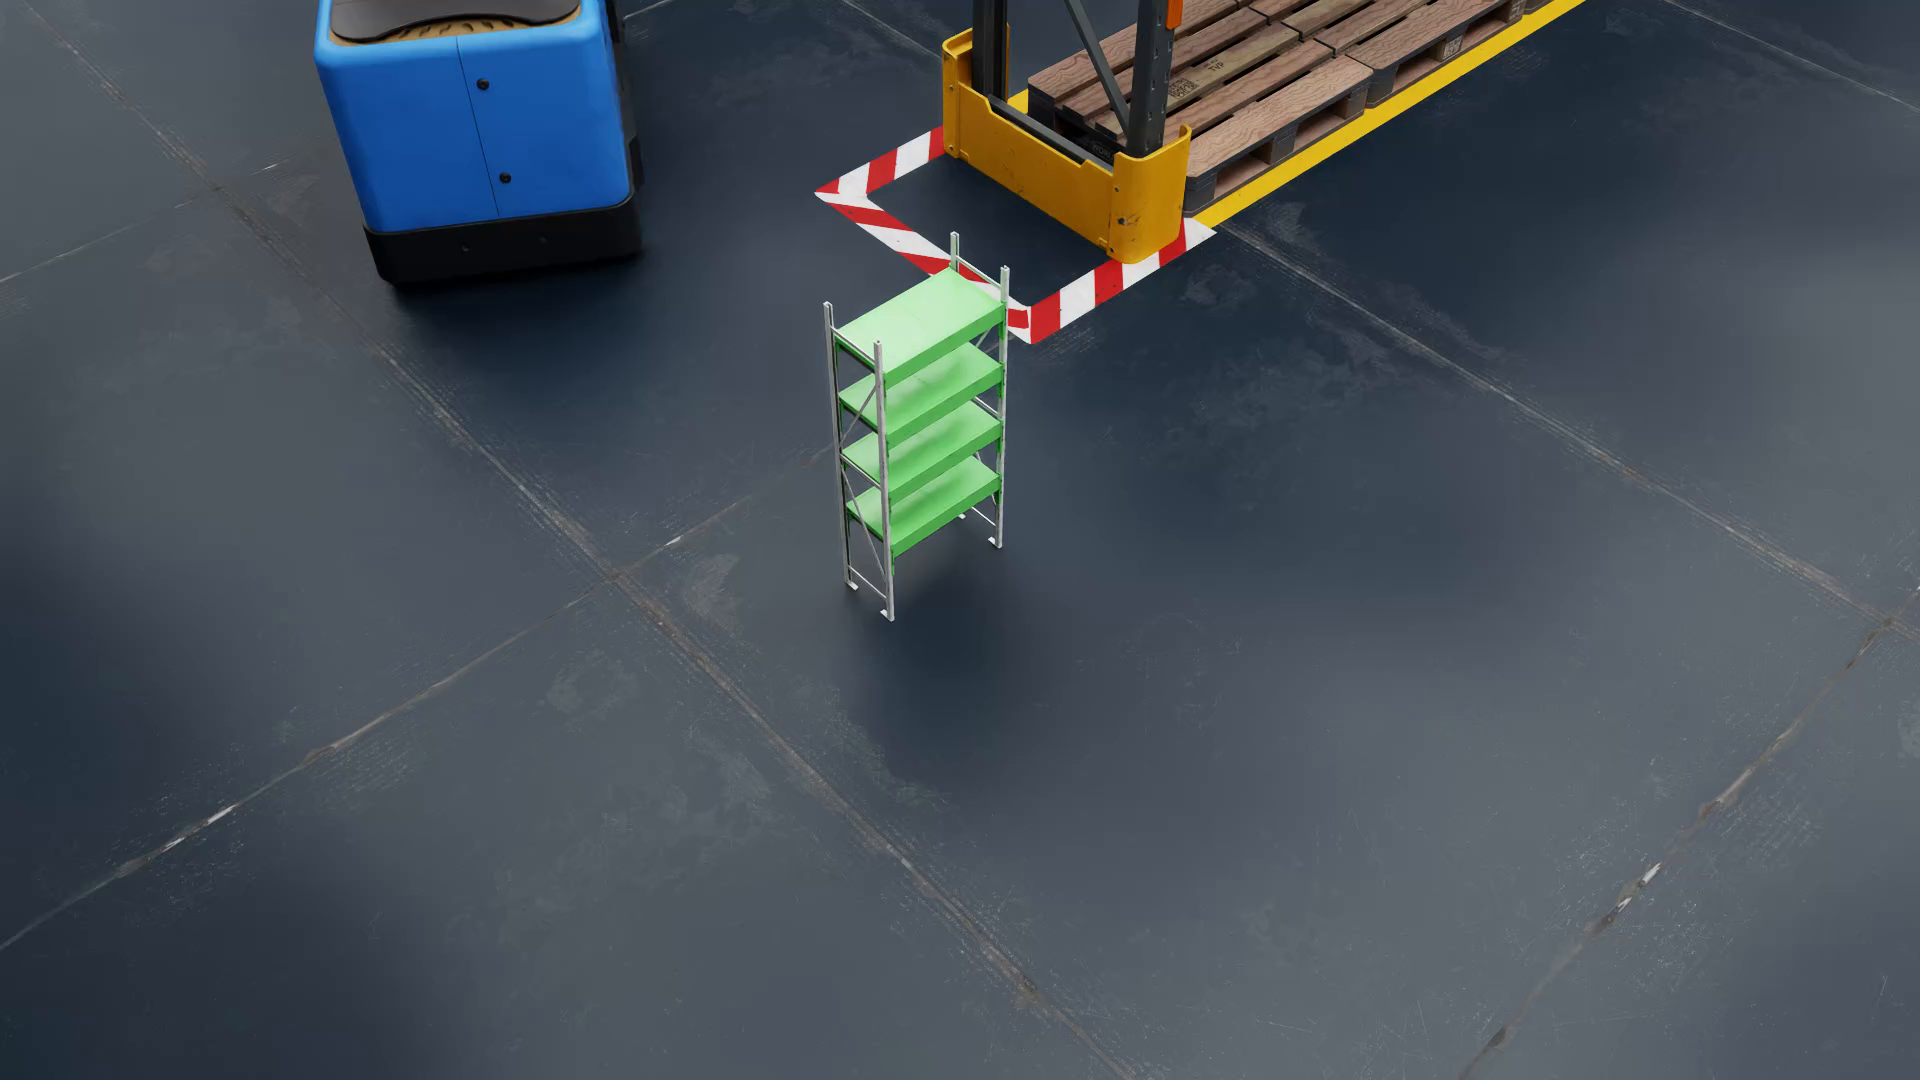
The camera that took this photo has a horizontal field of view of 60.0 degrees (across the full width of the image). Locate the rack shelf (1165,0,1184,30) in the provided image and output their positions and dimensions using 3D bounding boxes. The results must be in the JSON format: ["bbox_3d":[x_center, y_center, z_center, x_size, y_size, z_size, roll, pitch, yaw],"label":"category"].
[{"bbox_3d":[1.909,-3.289,7.233,4.000,0.370,1.077,-34,56,-27],"label":"rack shelf"}]

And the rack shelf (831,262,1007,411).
[{"bbox_3d":[-0.122,-0.607,4.928,0.480,0.148,0.258,-34,56,-27],"label":"rack shelf"}]

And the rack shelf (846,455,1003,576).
[{"bbox_3d":[-0.122,-0.119,5.457,0.480,0.148,0.258,-34,56,-27],"label":"rack shelf"}]

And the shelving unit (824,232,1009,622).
[{"bbox_3d":[-0.122,-0.325,5.234,0.503,1.200,0.258,-34,56,-27],"label":"shelving unit"}]

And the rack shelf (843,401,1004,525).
[{"bbox_3d":[-0.122,-0.282,5.280,0.480,0.148,0.258,-34,56,-27],"label":"rack shelf"}]

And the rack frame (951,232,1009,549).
[{"bbox_3d":[0.058,-0.446,5.345,0.015,1.200,0.240,-34,56,-27],"label":"rack frame"}]

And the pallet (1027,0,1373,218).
[{"bbox_3d":[1.065,-1.985,7.438,1.213,0.211,1.003,-34,56,-27],"label":"pallet"}]

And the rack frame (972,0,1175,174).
[{"bbox_3d":[0.429,-2.544,6.056,0.127,3.000,1.000,-34,56,-27],"label":"rack frame"}]

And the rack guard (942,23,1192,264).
[{"bbox_3d":[0.420,-1.677,6.958,0.348,0.500,1.175,-34,56,-27],"label":"rack guard"}]

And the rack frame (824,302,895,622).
[{"bbox_3d":[-0.303,-0.204,5.122,0.015,1.200,0.240,-34,56,-27],"label":"rack frame"}]

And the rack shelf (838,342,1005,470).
[{"bbox_3d":[-0.122,-0.444,5.104,0.480,0.148,0.258,-34,56,-27],"label":"rack shelf"}]

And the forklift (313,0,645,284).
[{"bbox_3d":[-2.090,-3.114,6.629,1.130,2.935,3.031,-8,48,-8],"label":"forklift"}]

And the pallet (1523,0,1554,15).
[{"bbox_3d":[2.871,-3.191,8.551,1.213,0.211,1.003,-34,56,-27],"label":"pallet"}]

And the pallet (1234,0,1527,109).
[{"bbox_3d":[1.968,-2.585,7.992,1.213,0.211,1.003,-34,56,-27],"label":"pallet"}]
